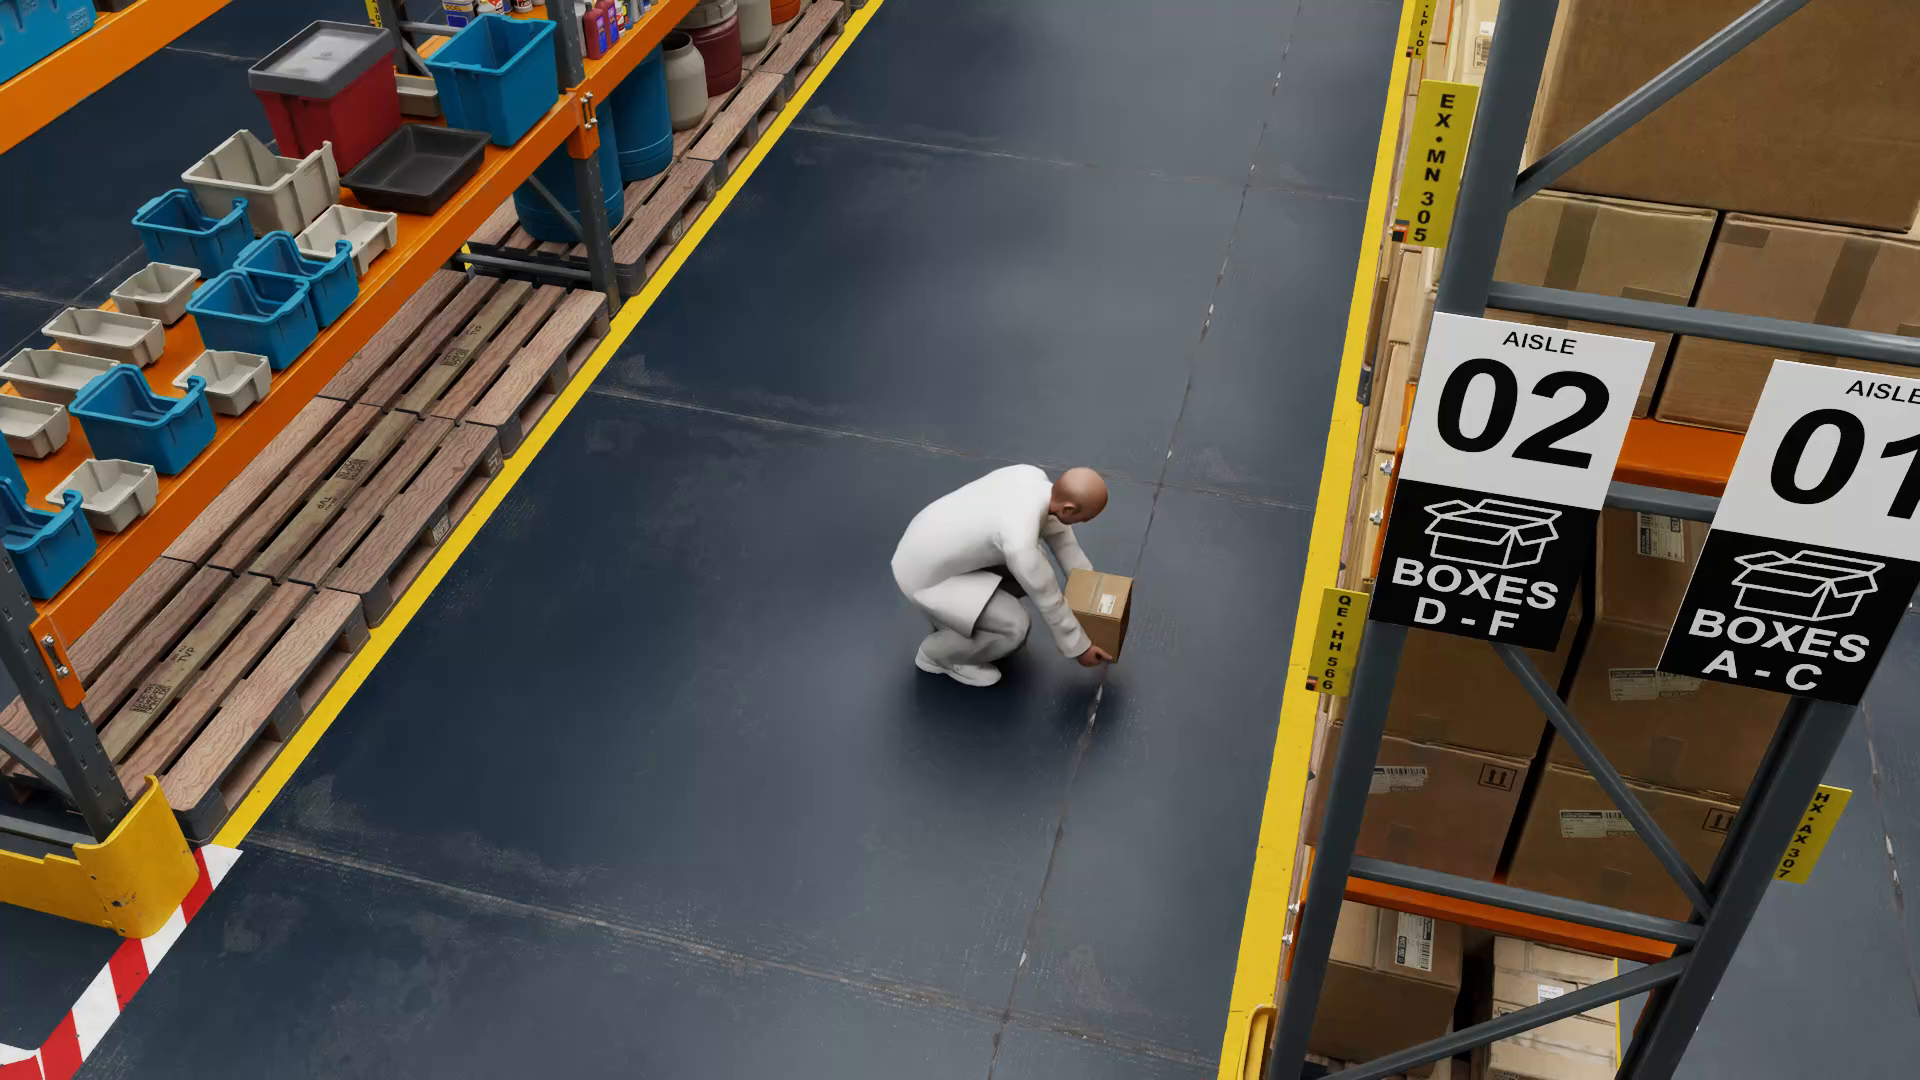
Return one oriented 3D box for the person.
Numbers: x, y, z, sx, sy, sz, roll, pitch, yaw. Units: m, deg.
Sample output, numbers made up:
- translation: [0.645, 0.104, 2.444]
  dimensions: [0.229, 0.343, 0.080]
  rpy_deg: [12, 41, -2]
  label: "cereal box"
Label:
- translation: [0.192, 0.113, 6.641]
  dimensions: [0.938, 1.000, 0.577]
  rpy_deg: [9, 41, 10]
  label: "person"
